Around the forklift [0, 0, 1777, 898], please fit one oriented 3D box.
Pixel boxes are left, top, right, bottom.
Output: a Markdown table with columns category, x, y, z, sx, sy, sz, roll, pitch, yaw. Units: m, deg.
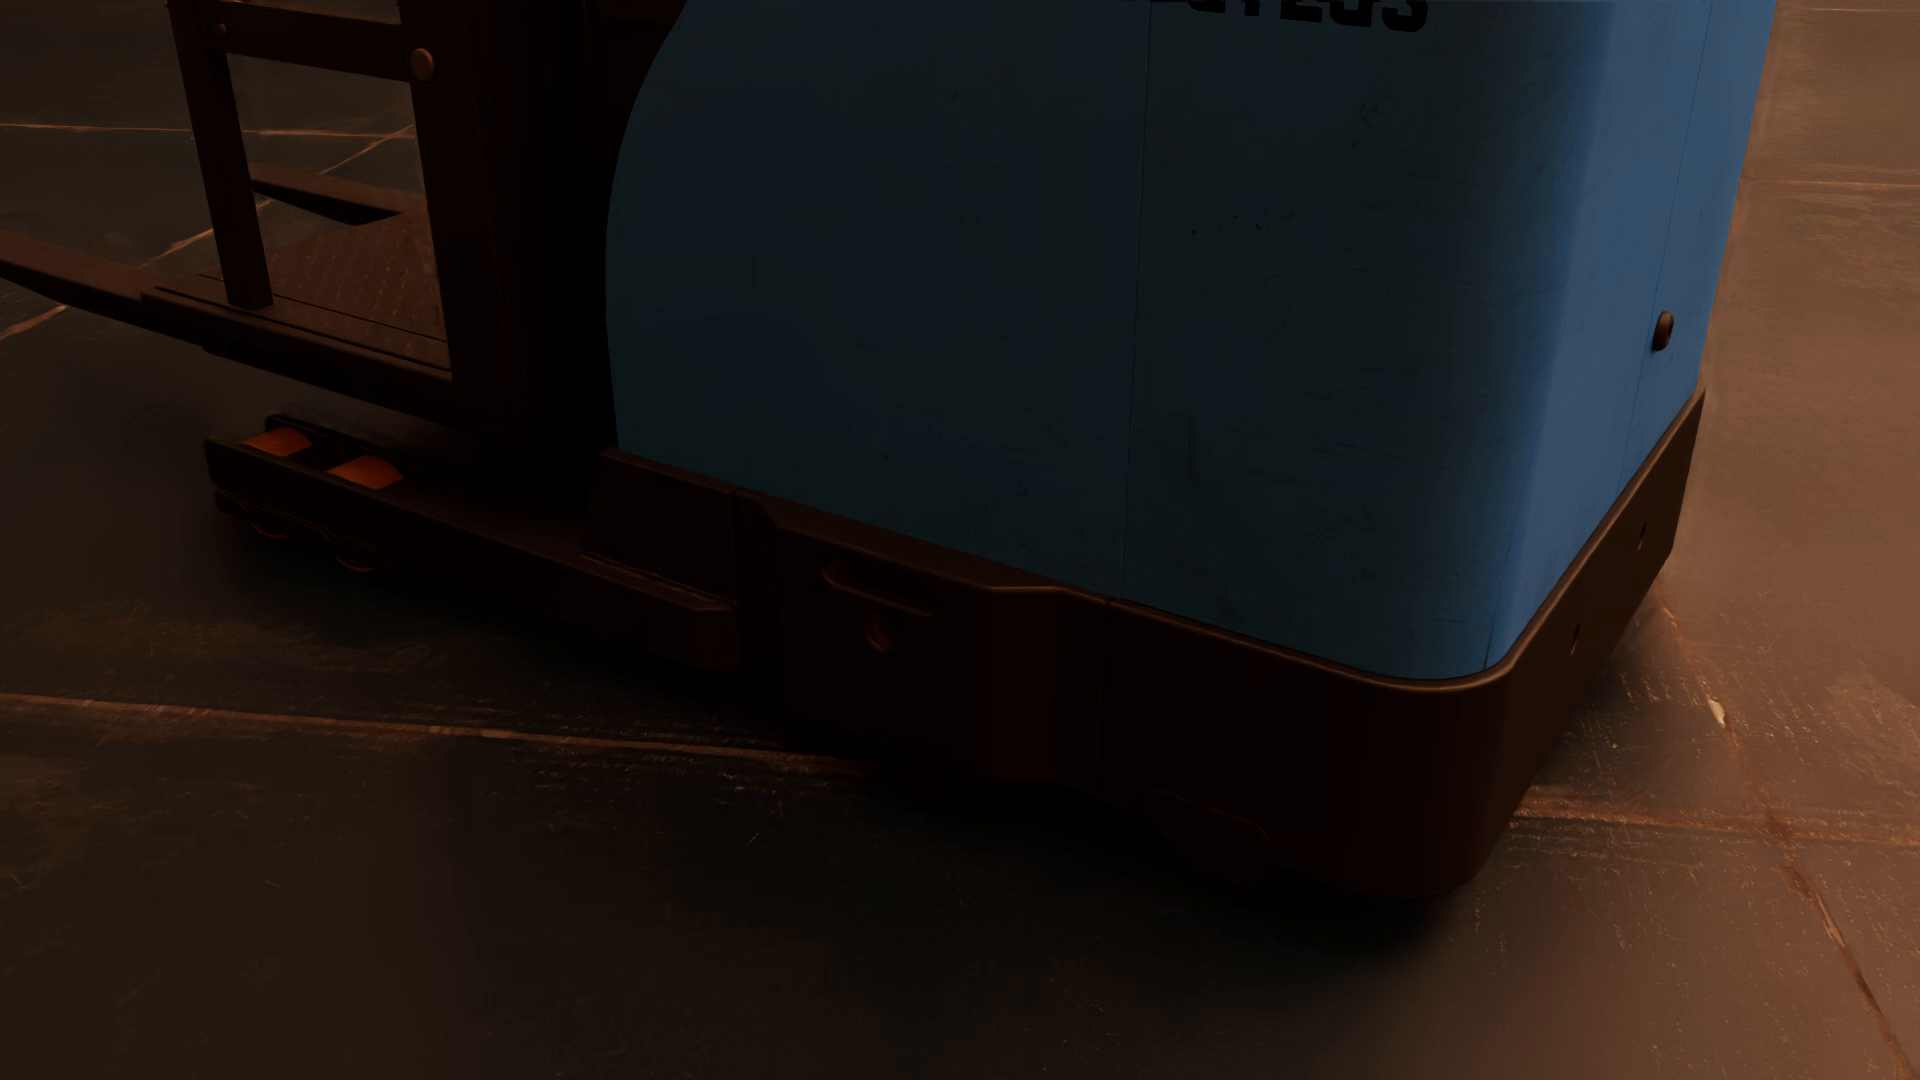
| category | x | y | z | sx | sy | sz | roll | pitch | yaw |
| --- | --- | --- | --- | --- | --- | --- | --- | --- | --- |
| forklift | -0.514 | -1.443 | 2.110 | 3.031 | 2.935 | 1.130 | 16 | 31 | 29 |
